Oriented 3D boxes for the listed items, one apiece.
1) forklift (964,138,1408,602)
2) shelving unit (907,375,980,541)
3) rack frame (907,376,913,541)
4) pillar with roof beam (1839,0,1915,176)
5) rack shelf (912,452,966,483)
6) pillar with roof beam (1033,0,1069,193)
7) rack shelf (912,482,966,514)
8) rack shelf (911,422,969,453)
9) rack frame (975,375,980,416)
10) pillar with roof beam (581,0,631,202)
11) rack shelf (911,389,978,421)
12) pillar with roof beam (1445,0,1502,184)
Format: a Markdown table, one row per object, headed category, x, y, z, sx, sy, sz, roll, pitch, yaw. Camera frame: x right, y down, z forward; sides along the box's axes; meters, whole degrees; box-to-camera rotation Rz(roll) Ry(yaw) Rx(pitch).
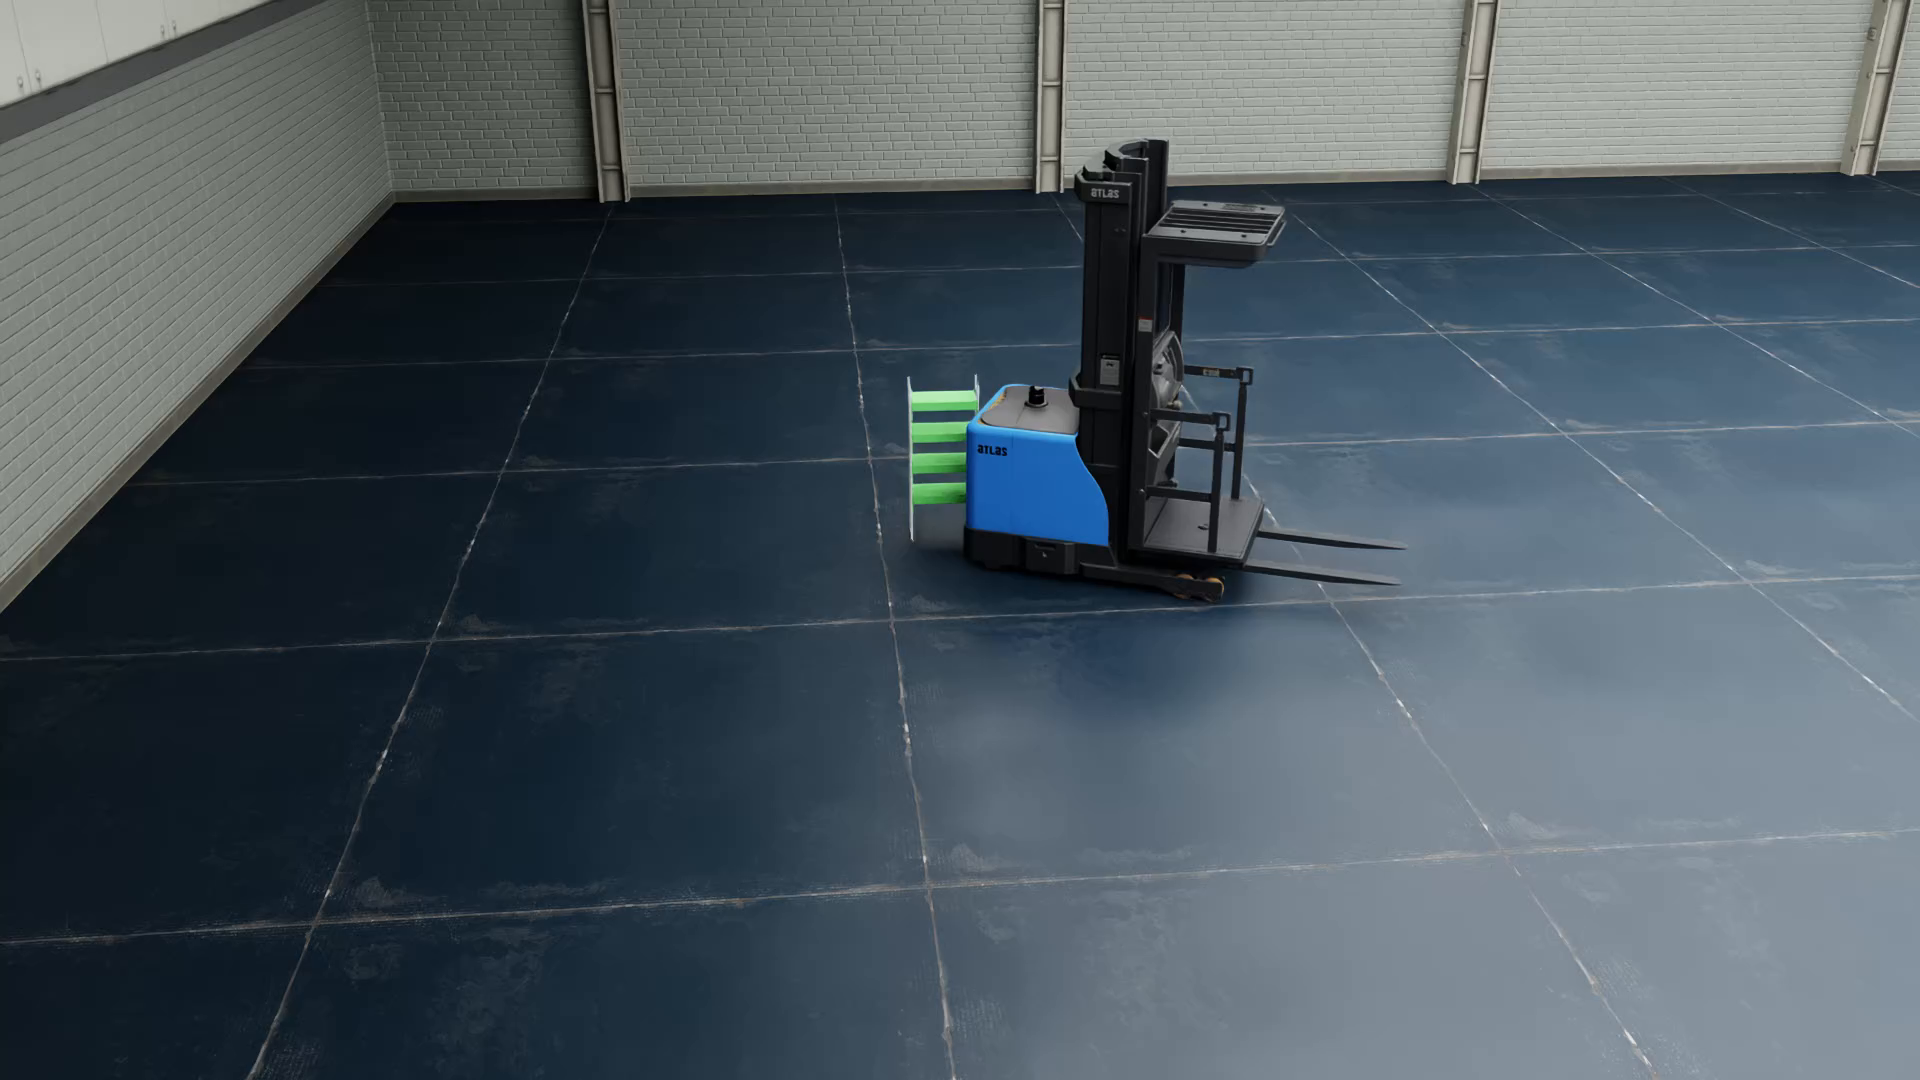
| category | x | y | z | sx | sy | sz | roll | pitch | yaw |
| --- | --- | --- | --- | --- | --- | --- | --- | --- | --- |
| forklift | 1.602 | -1.156 | 11.303 | 3.031 | 2.935 | 1.130 | 7 | 25 | 16 |
| shelving unit | -0.120 | -0.594 | 12.170 | 0.503 | 1.200 | 0.258 | -2 | 24 | -4 |
| rack frame | -0.363 | -0.587 | 12.154 | 0.015 | 1.200 | 0.240 | -2 | 24 | -4 |
| pillar with roof beam | 13.603 | -7.761 | 18.693 | 0.400 | 9.000 | 9.100 | -2 | 24 | -5 |
| rack shelf | -0.120 | -0.536 | 12.196 | 0.480 | 0.148 | 0.258 | -2 | 24 | -4 |
| pillar with roof beam | 1.661 | -7.282 | 17.615 | 0.400 | 9.000 | 9.100 | -2 | 24 | -5 |
| rack shelf | -0.120 | -0.317 | 12.294 | 0.480 | 0.148 | 0.258 | -2 | 24 | -4 |
| rack shelf | -0.120 | -0.755 | 12.099 | 0.480 | 0.148 | 0.258 | -2 | 24 | -4 |
| rack frame | 0.124 | -0.602 | 12.187 | 0.015 | 1.200 | 0.240 | -2 | 24 | -4 |
| pillar with roof beam | -4.310 | -7.043 | 17.076 | 0.400 | 9.000 | 9.100 | -2 | 24 | -5 |
| rack shelf | -0.120 | -0.975 | 12.001 | 0.480 | 0.148 | 0.258 | -2 | 24 | -4 |
| pillar with roof beam | 7.632 | -7.522 | 18.154 | 0.400 | 9.000 | 9.100 | -2 | 24 | -5 |
